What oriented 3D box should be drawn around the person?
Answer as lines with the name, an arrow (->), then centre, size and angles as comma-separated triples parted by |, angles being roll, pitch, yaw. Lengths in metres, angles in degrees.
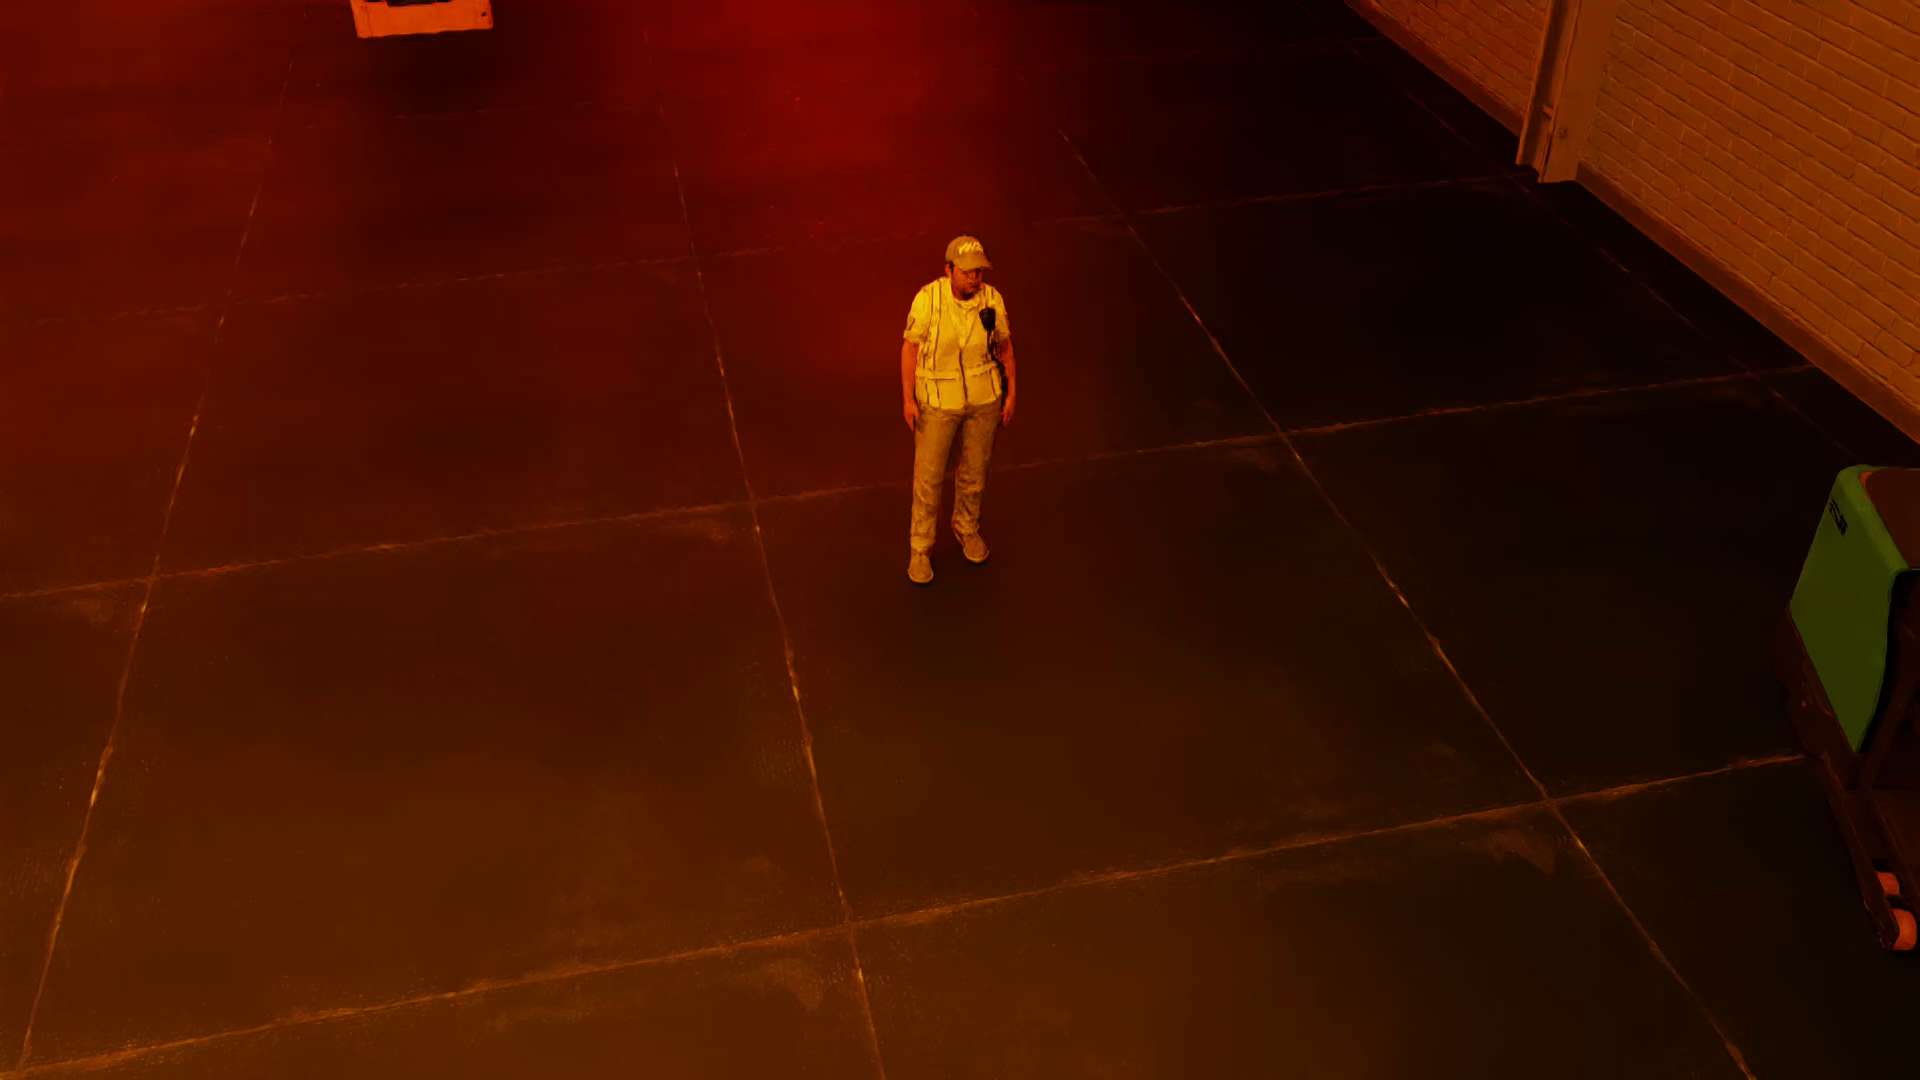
person -> -0.005, -0.635, 8.003 | 0.598, 1.669, 0.526 | -8, 36, -11

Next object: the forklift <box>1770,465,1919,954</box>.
forklift -> 4.114, 0.237, 5.722 | 1.130, 2.935, 3.031 | 4, 36, 6
